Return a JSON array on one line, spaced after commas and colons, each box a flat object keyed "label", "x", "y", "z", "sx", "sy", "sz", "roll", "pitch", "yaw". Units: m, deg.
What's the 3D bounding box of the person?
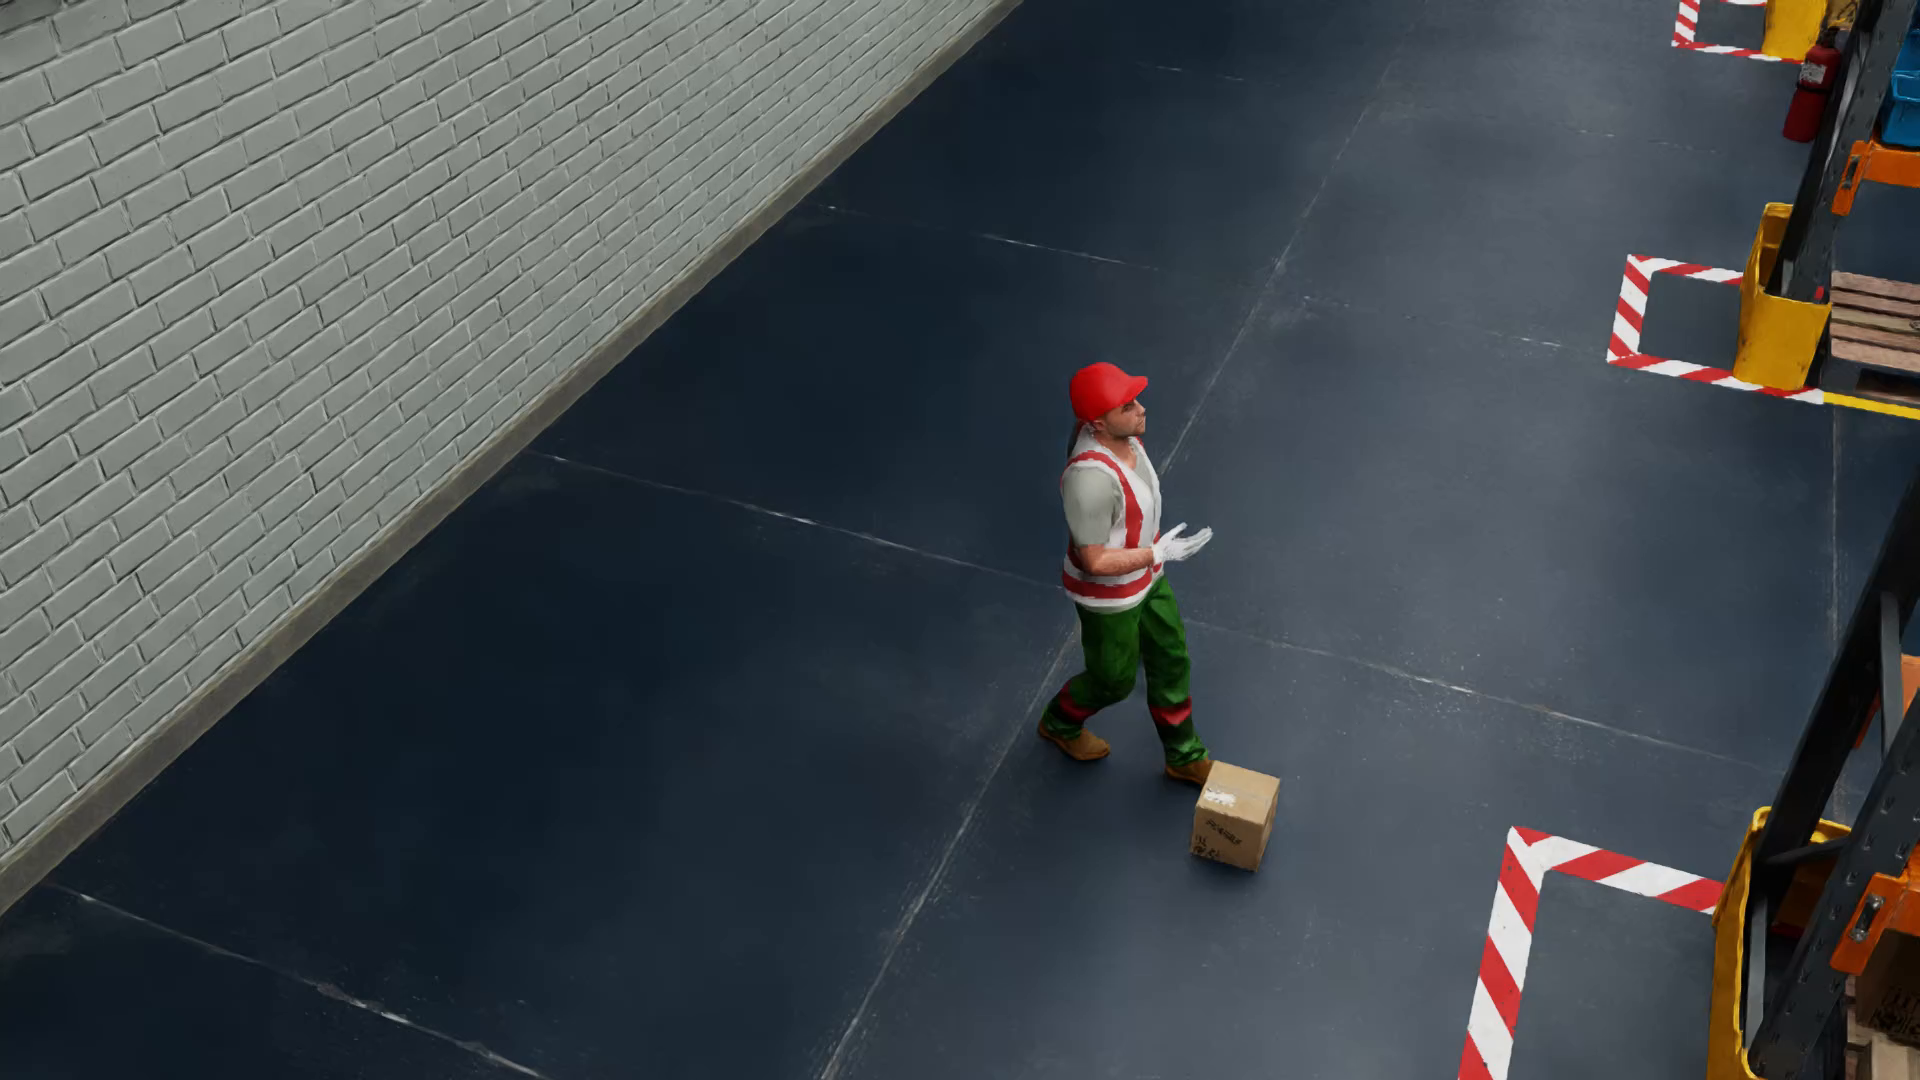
[{"label": "person", "x": 0.643, "y": 0.184, "z": 5.902, "sx": 0.853, "sy": 1.767, "sz": 0.615, "roll": 18, "pitch": 41, "yaw": 22}]
